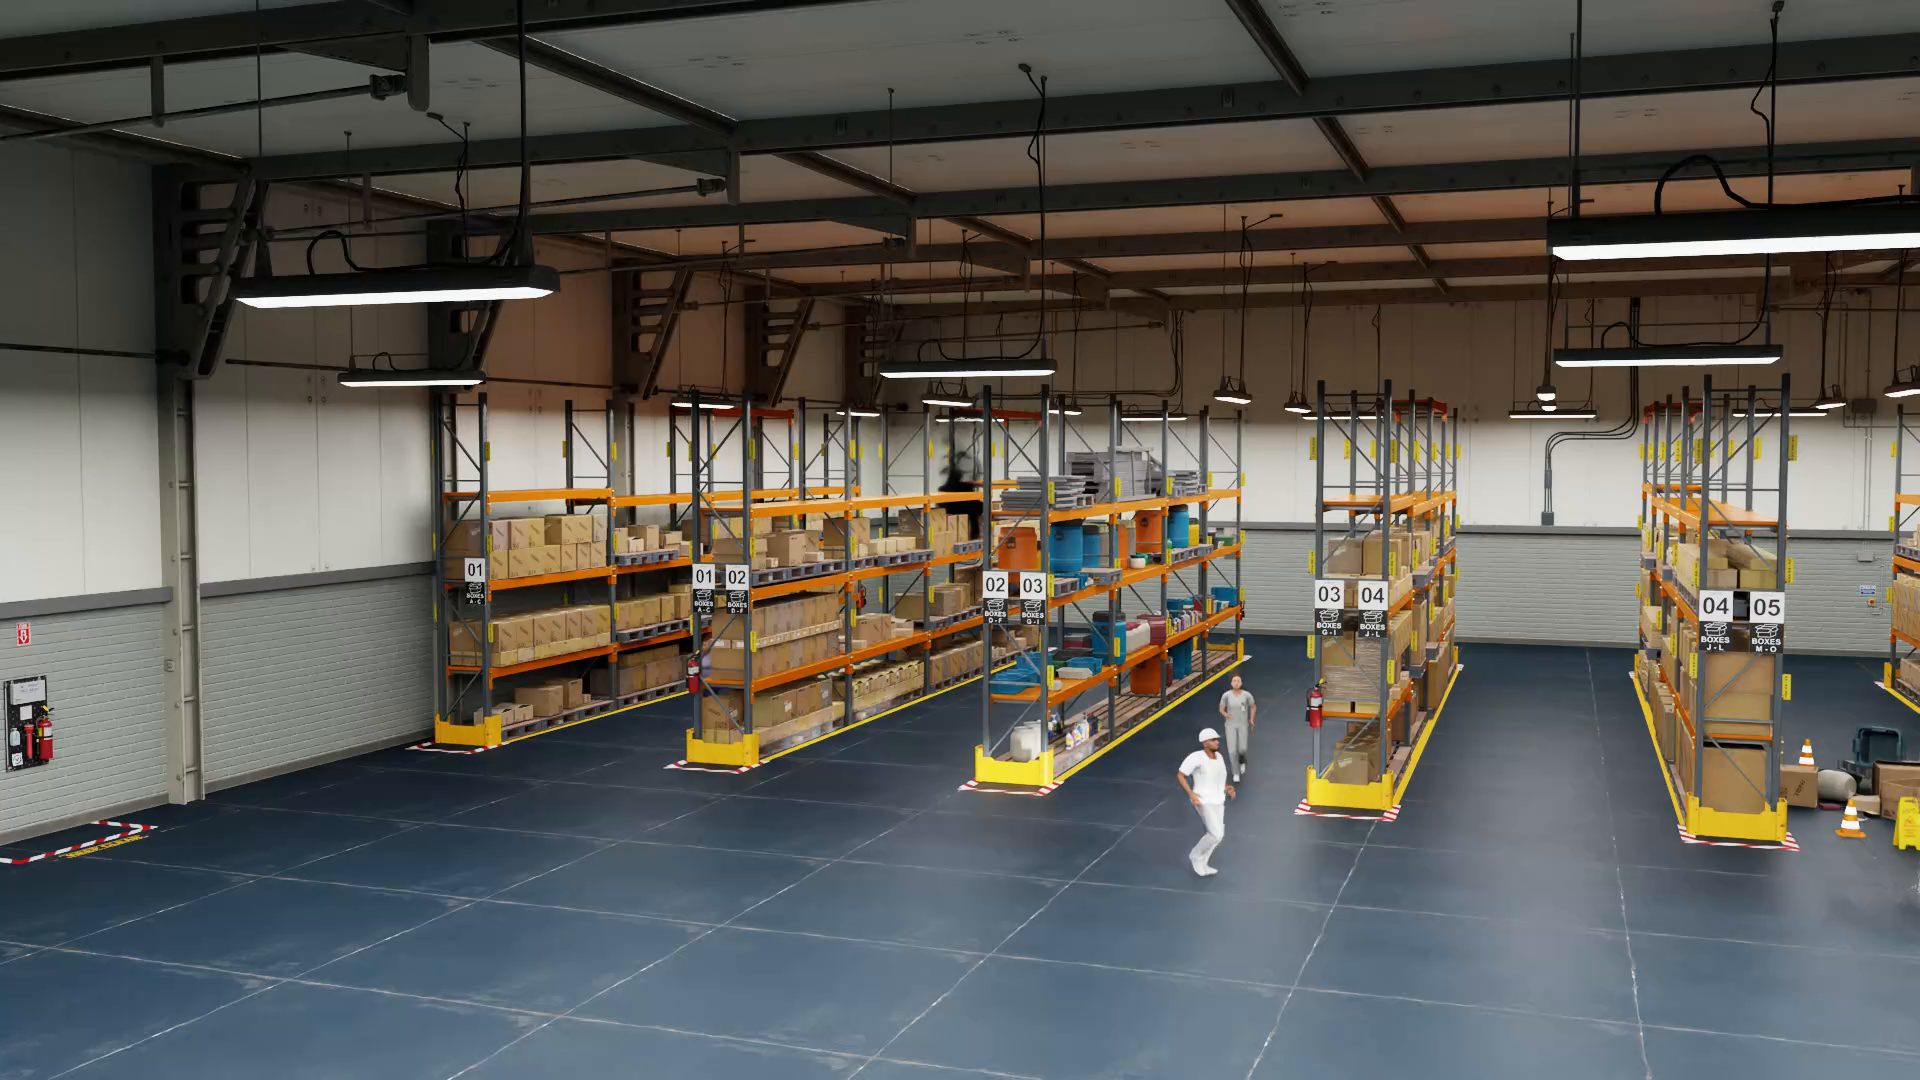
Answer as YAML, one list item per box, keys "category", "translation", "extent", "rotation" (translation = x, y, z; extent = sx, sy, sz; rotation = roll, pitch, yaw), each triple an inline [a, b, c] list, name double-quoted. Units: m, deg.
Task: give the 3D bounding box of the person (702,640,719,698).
- category: "person"
  translation: [-4.479, 2.610, 29.737]
  extent: [0.615, 1.653, 0.934]
  rotation: [1, 3, 17]

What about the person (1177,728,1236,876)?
- category: "person"
  translation: [2.953, 3.093, 19.561]
  extent: [0.679, 1.749, 0.534]
  rotation: [-3, 4, -42]

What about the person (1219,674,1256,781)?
- category: "person"
  translation: [4.209, 2.845, 25.217]
  extent: [0.558, 1.631, 0.555]
  rotation: [0, 3, 9]
